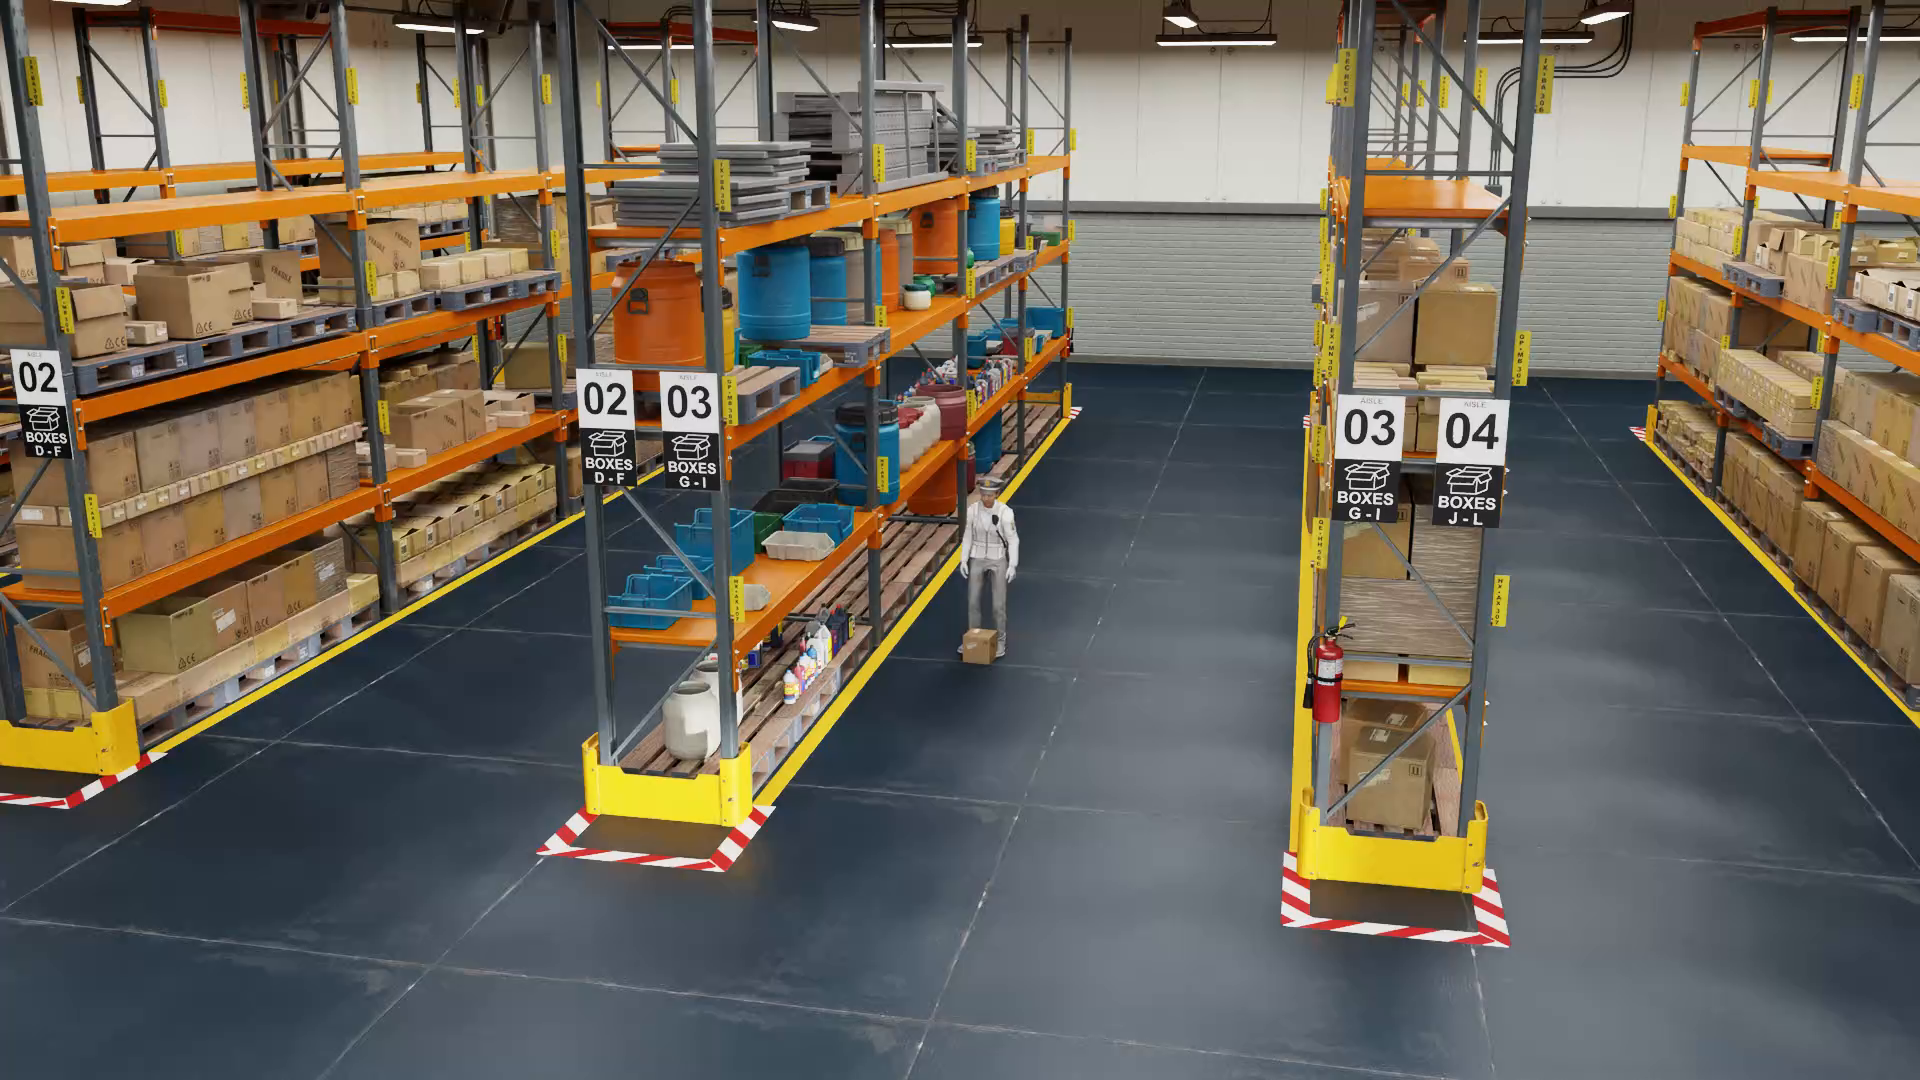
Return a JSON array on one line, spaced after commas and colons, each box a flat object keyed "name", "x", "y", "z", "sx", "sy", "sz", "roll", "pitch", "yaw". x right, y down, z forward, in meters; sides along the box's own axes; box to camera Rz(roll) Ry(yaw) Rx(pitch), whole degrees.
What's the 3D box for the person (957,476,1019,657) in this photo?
[{"name": "person", "x": 0.266, "y": 0.225, "z": 15.148, "sx": 0.542, "sy": 1.665, "sz": 0.373, "roll": 5, "pitch": 16, "yaw": 18}]
